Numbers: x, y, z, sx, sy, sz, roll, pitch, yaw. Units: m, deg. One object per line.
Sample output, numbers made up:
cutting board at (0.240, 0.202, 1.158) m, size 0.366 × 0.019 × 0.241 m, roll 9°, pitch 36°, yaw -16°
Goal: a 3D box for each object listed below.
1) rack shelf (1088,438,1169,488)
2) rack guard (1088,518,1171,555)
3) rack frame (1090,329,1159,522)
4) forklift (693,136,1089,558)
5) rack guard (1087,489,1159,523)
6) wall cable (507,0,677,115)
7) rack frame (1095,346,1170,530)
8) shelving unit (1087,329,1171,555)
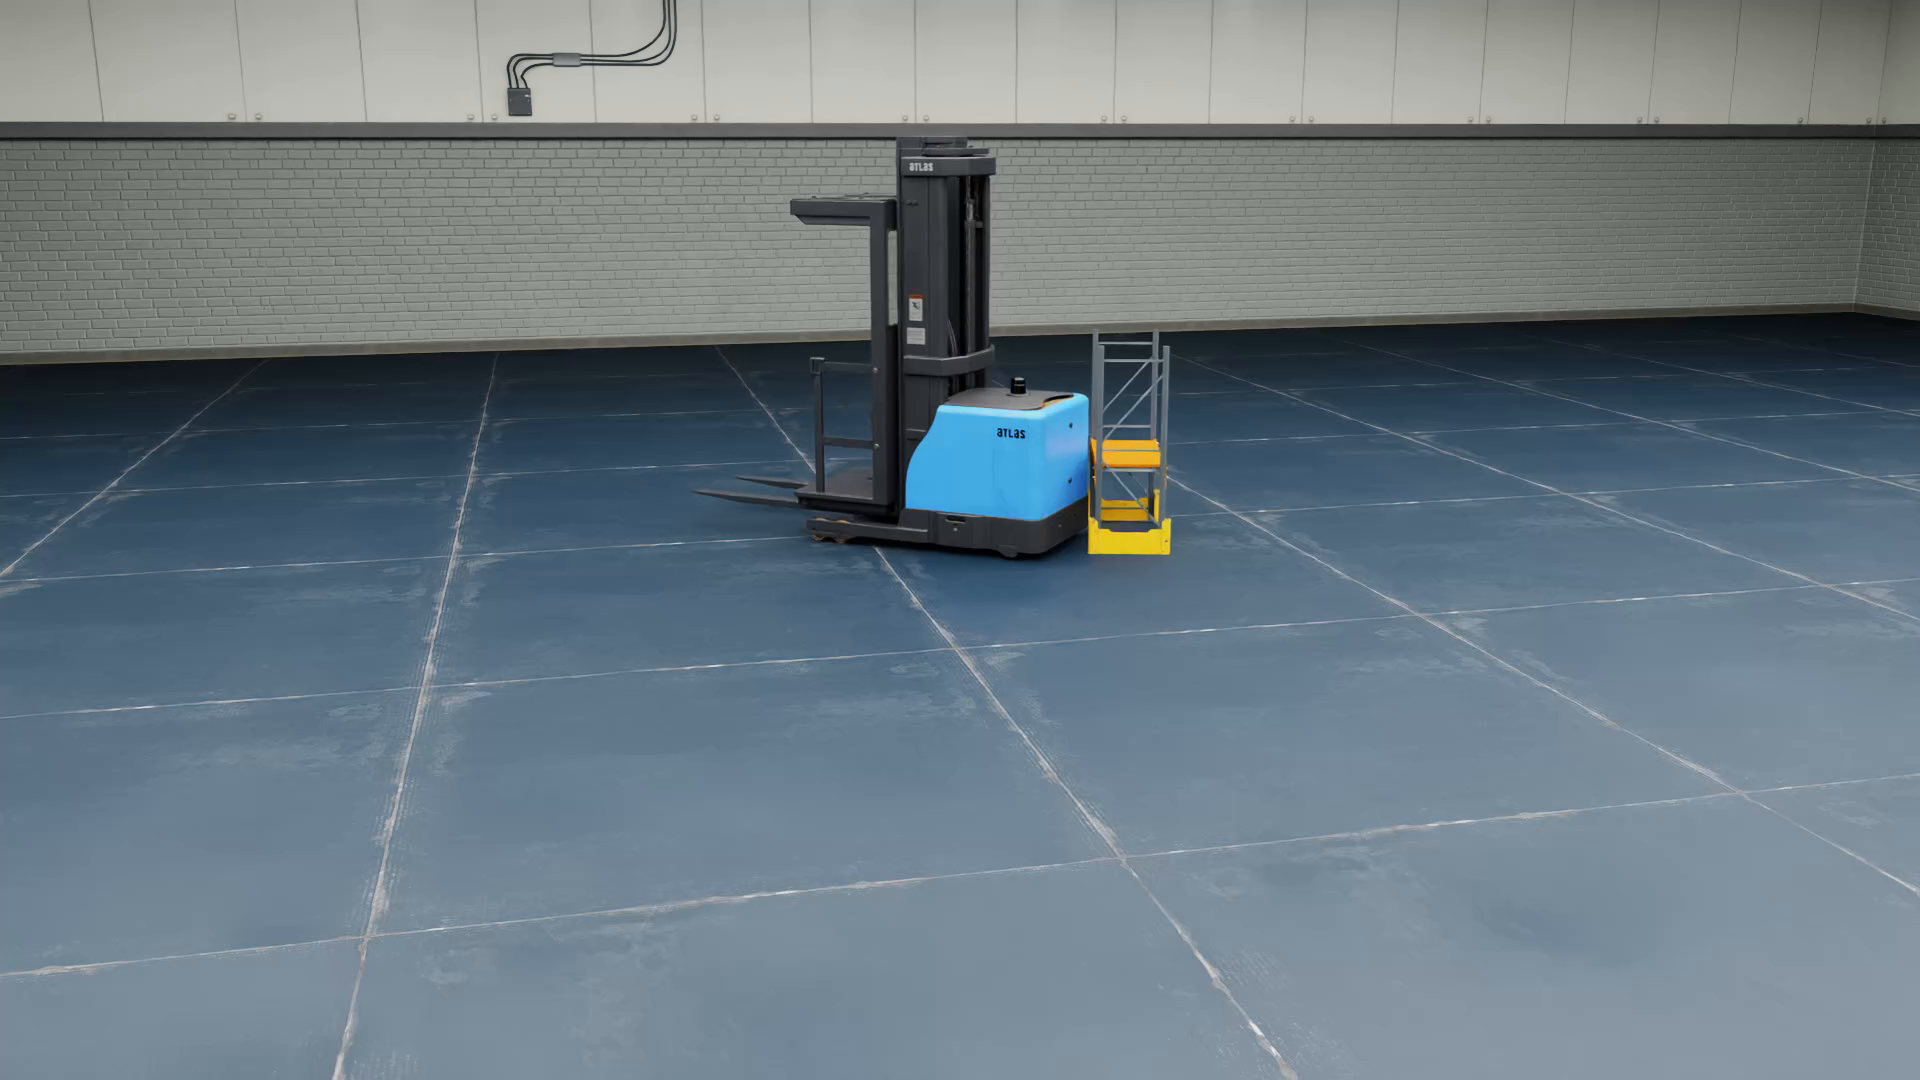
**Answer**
rack shelf at (1.243, -0.581, 12.401) m, size 0.538 × 0.185 × 1.000 m, roll 1°, pitch 14°, yaw 2°
rack guard at (1.223, -0.028, 12.015) m, size 0.587 × 0.250 × 0.087 m, roll 1°, pitch 14°, yaw 2°
rack frame at (1.264, -0.876, 12.852) m, size 0.500 × 1.500 × 0.032 m, roll 1°, pitch 14°, yaw 2°
forklift at (-0.589, -1.512, 12.441) m, size 3.031 × 2.935 × 1.130 m, roll 6°, pitch 15°, yaw 24°
rack guard at (1.263, -0.264, 12.982) m, size 0.587 × 0.250 × 0.087 m, roll 1°, pitch 14°, yaw 2°
wall cable at (-4.993, -8.744, 22.090) m, size 2.305 × 6.003 × 0.169 m, roll -3°, pitch 14°, yaw -13°
rack frame at (1.223, -0.635, 11.865) m, size 0.500 × 1.500 × 0.032 m, roll 1°, pitch 14°, yaw 2°
shelving unit at (1.243, -0.753, 12.350) m, size 0.587 × 1.500 × 1.083 m, roll 1°, pitch 14°, yaw 2°
